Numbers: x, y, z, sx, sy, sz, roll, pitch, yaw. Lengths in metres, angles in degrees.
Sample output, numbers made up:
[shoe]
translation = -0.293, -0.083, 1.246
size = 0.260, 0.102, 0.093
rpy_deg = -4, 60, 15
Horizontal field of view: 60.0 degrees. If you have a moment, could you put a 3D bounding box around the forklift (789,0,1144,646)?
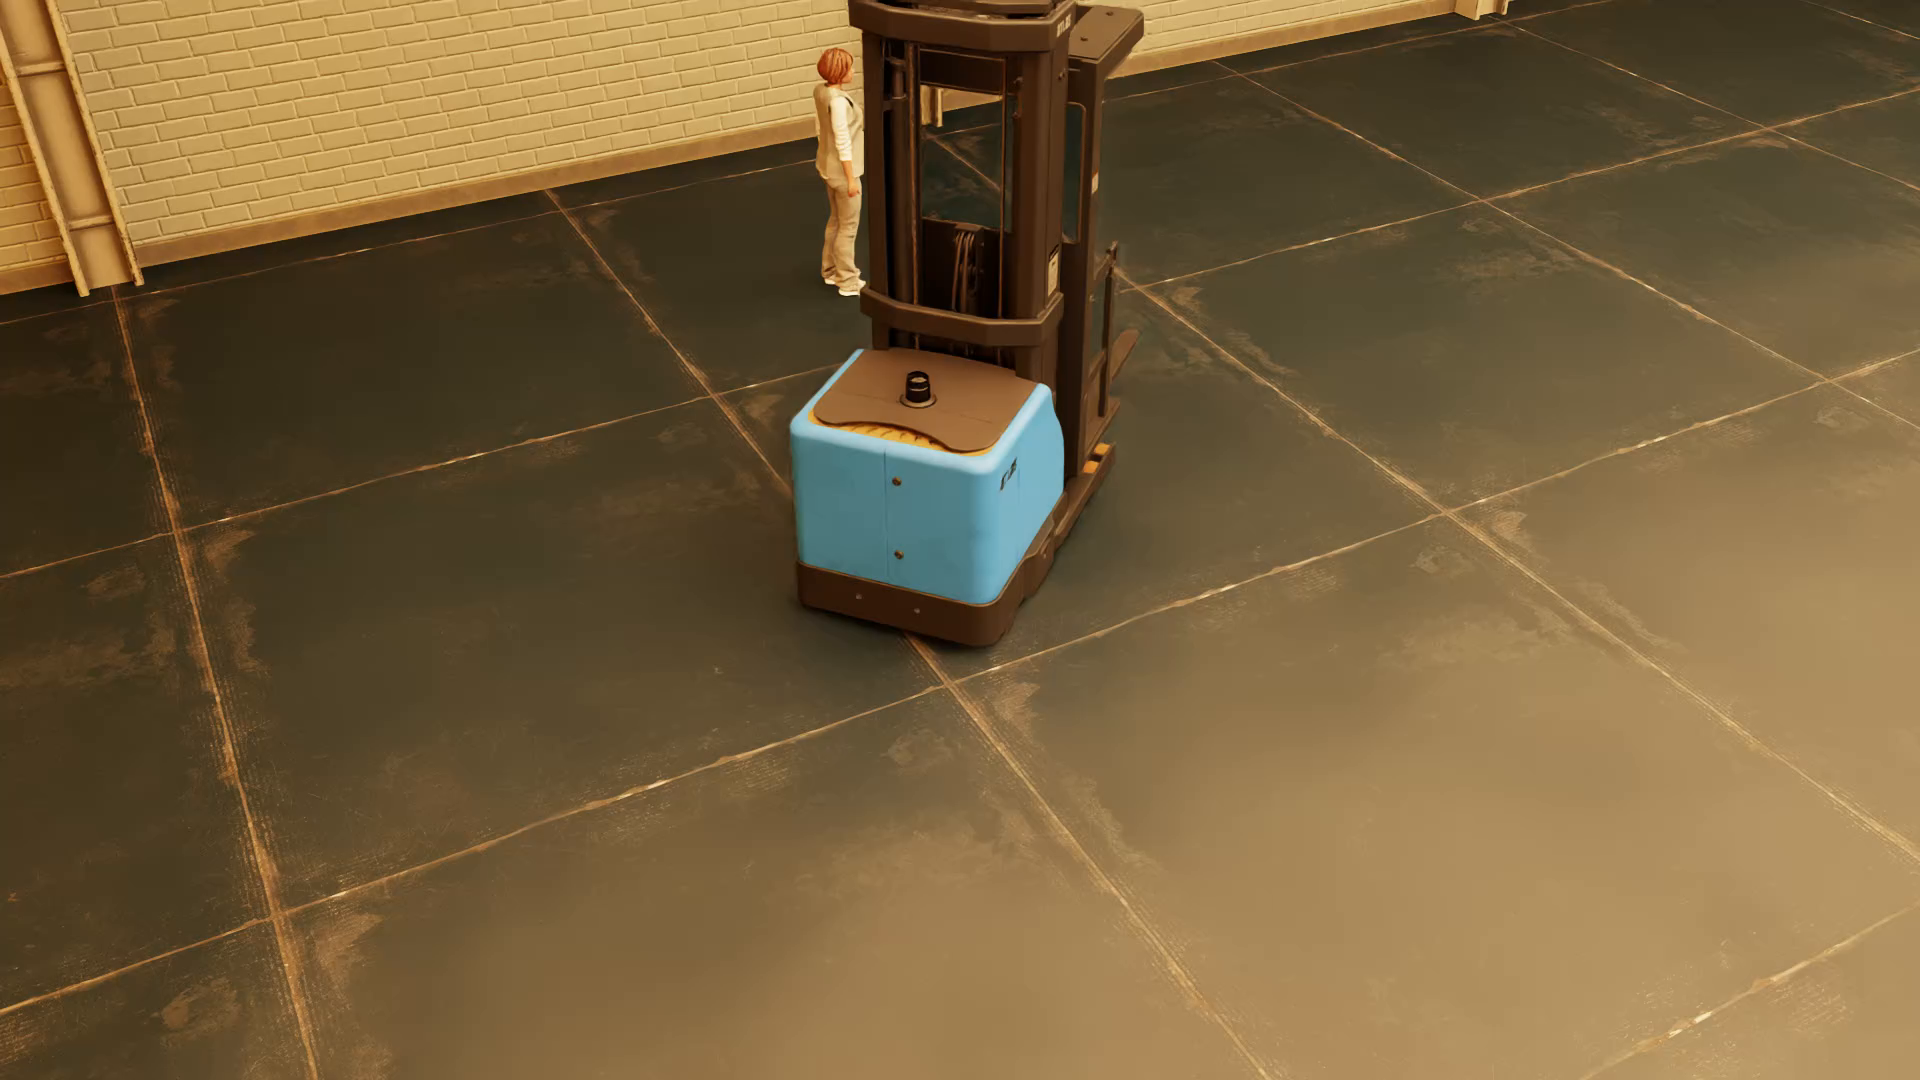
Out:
[forklift]
translation = 0.215, -1.542, 8.304
size = 1.130, 2.935, 3.031
rpy_deg = 13, 37, 17

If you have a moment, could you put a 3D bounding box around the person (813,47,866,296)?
[person]
translation = -0.744, -2.344, 10.592
size = 0.329, 1.602, 0.444
rpy_deg = -14, 38, -19
